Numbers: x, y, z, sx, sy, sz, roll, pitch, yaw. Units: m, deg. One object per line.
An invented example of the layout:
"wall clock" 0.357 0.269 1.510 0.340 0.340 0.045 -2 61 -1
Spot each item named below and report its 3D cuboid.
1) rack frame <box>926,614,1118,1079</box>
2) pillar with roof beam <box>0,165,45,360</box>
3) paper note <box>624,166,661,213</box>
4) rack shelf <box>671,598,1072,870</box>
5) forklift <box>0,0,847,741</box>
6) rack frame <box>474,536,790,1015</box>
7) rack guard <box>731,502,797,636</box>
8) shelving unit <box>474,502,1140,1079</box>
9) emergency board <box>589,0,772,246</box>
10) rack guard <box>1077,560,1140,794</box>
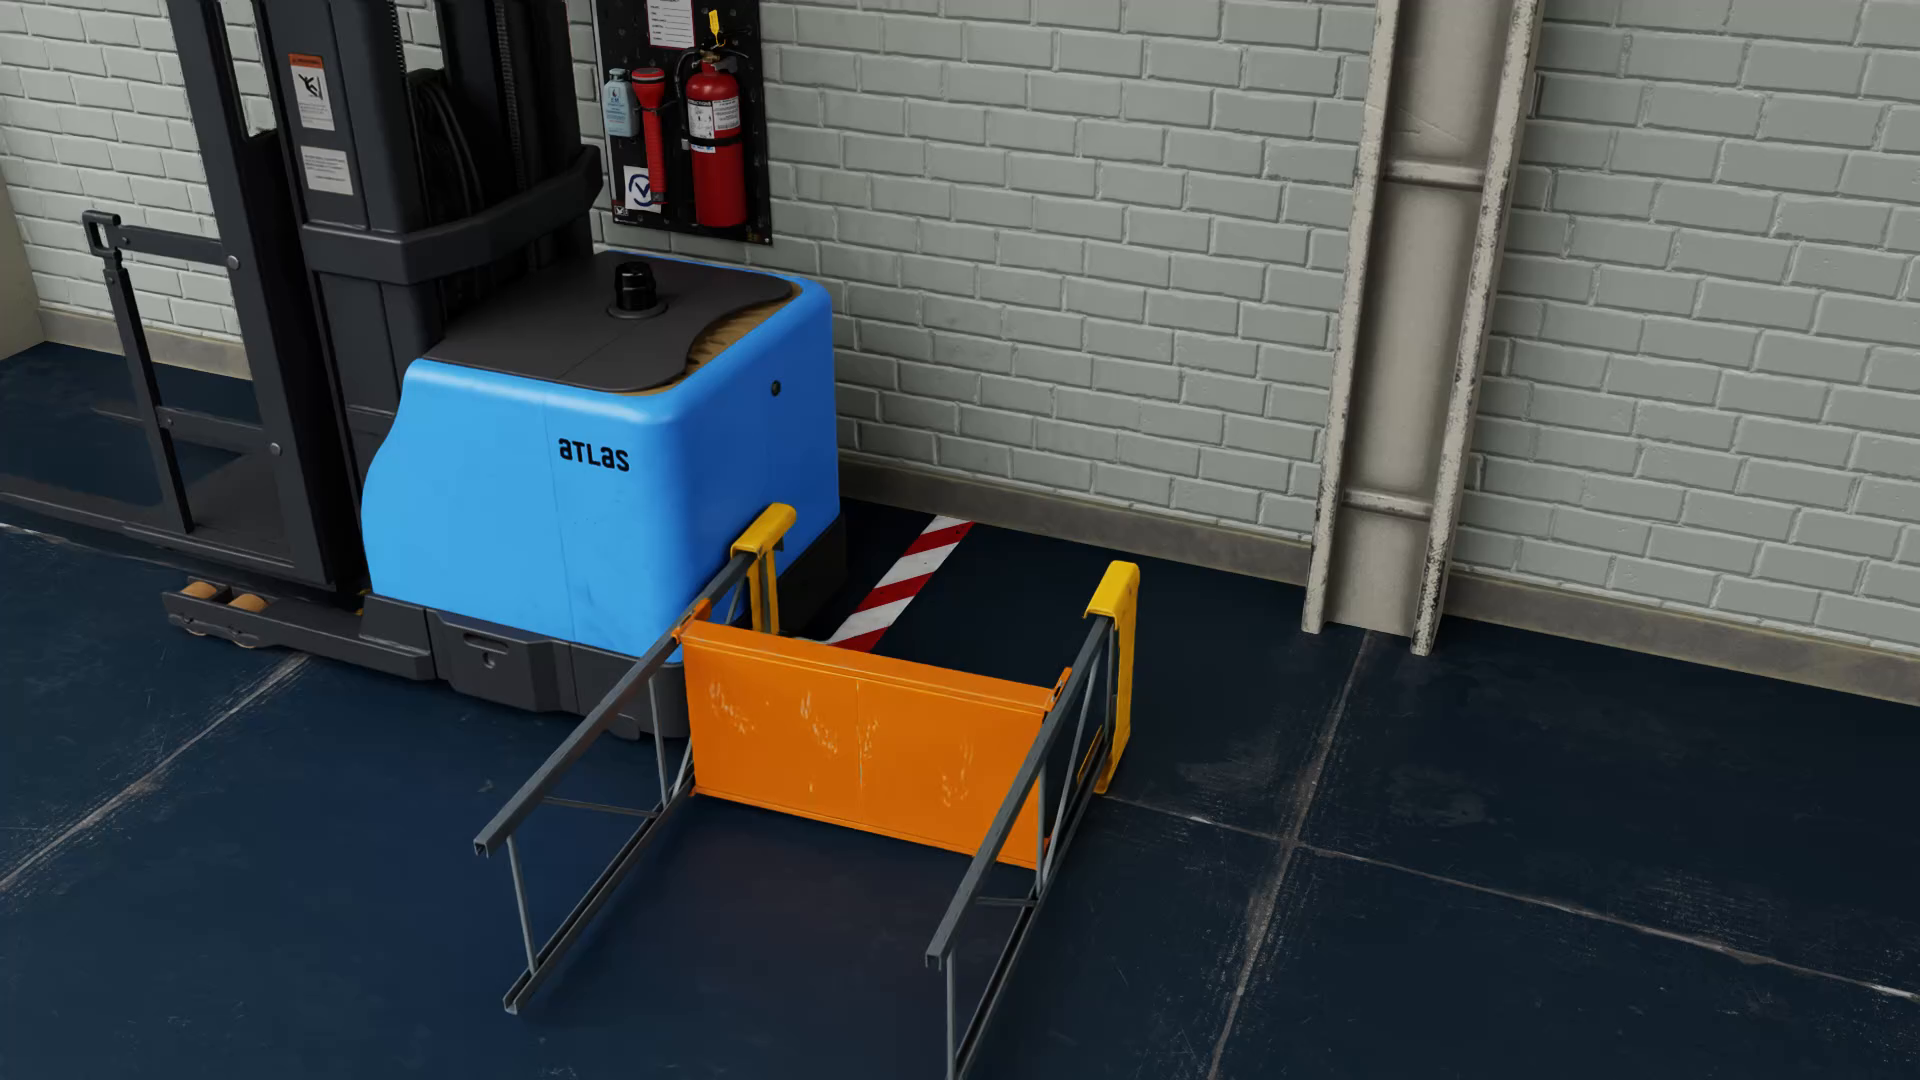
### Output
"rack frame" 0.194 0.664 3.953 0.032 0.500 1.500 10 31 17
"pillar with roof beam" -5.861 -2.813 1.581 0.400 9.000 9.100 11 31 19
"paper note" -1.097 -1.209 5.736 0.142 0.148 0.016 11 31 19
"rack shelf" -0.227 0.498 4.246 1.000 0.538 0.185 10 31 17
"forklift" -1.933 -1.167 4.835 3.031 2.935 1.130 11 31 19
"rack frame" -0.766 0.500 4.243 0.032 0.500 1.500 10 31 17
"rack guard" -0.543 0.210 4.750 0.087 0.587 0.250 10 31 17
"shelving unit" -0.277 0.583 4.096 1.083 0.587 1.500 10 31 17
"emergency board" -0.958 -1.529 5.406 0.643 1.169 0.194 11 31 19
"rack guard" 0.398 0.371 4.466 0.087 0.587 0.250 10 31 17
